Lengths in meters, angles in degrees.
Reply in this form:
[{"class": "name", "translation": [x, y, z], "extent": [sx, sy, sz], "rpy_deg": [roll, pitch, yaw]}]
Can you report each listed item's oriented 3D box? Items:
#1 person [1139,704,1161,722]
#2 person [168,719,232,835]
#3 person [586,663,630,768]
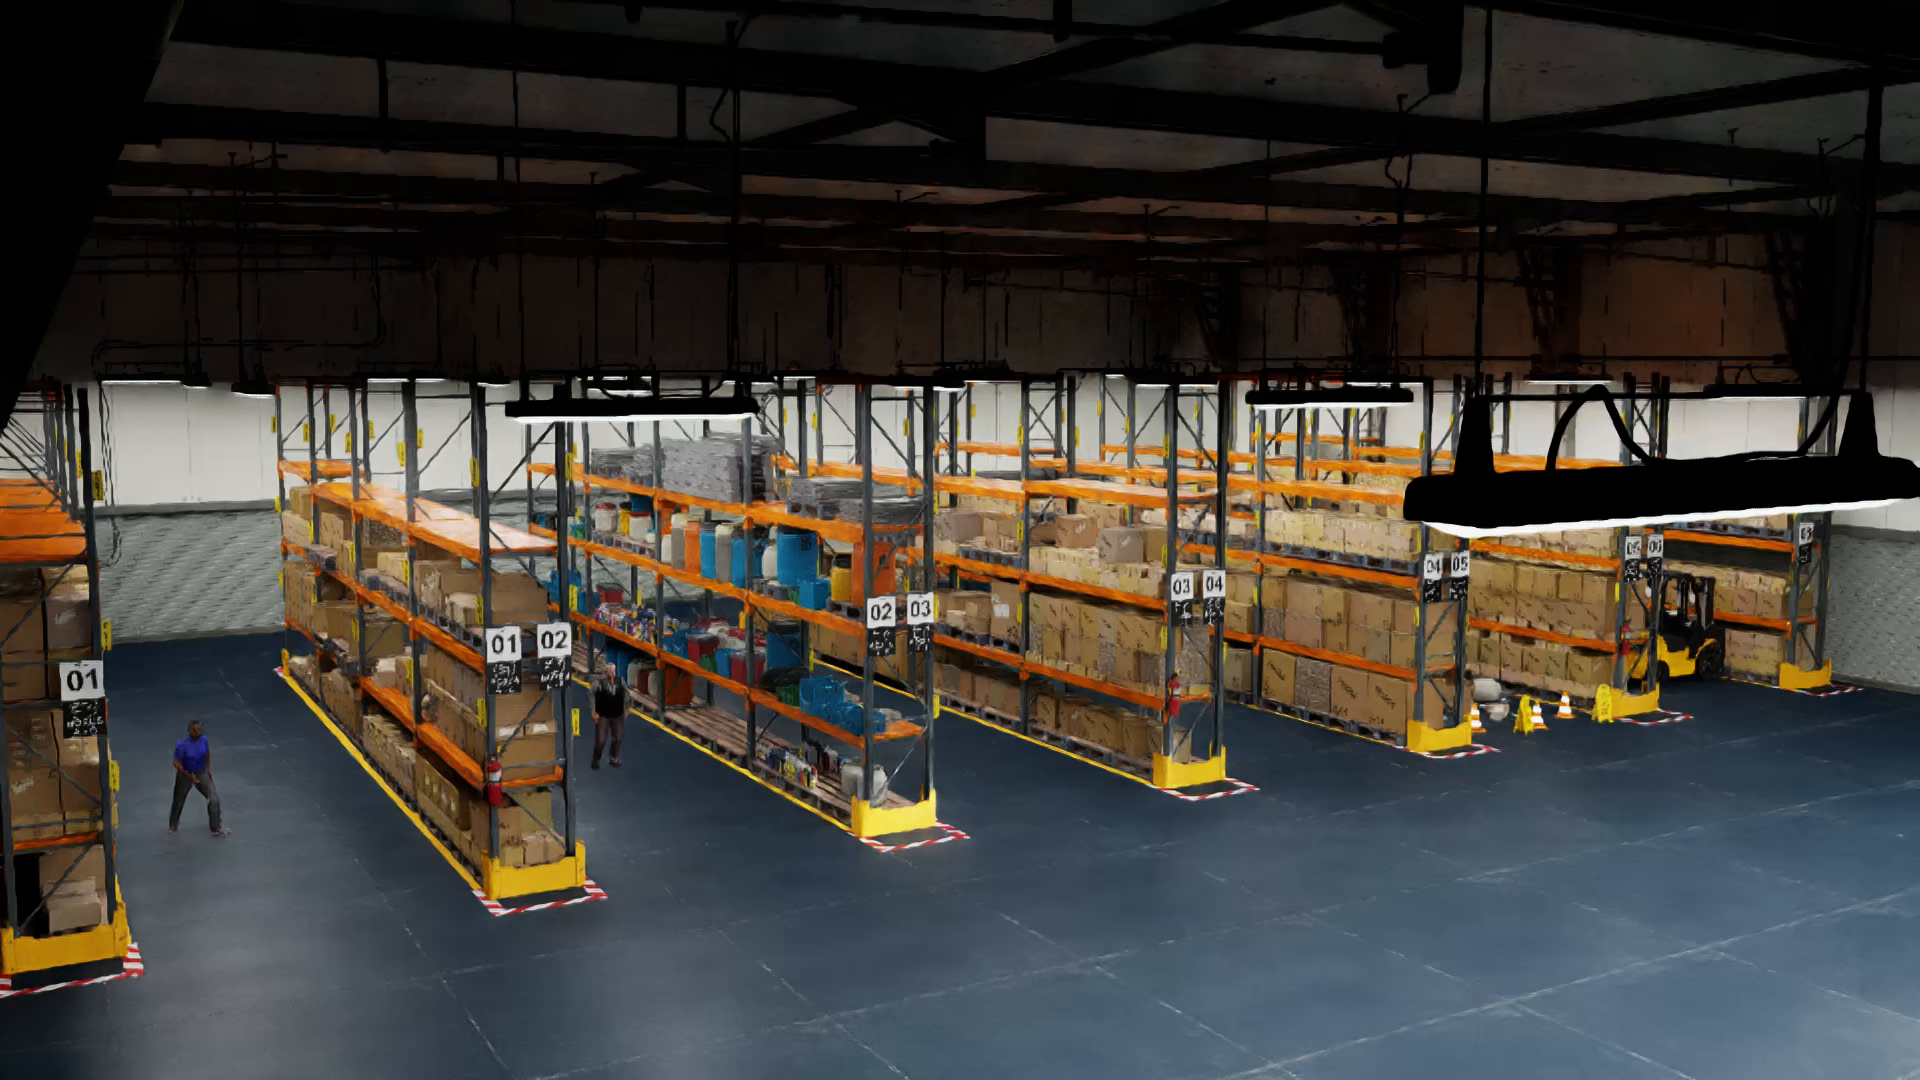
[{"class": "person", "translation": [3.295, 2.415, 28.537], "extent": [0.559, 1.732, 0.404], "rpy_deg": [4, 7, 31]}, {"class": "person", "translation": [-10.142, 3.134, 22.021], "extent": [0.827, 1.574, 0.621], "rpy_deg": [6, 8, 43]}, {"class": "person", "translation": [-5.428, 2.700, 25.690], "extent": [0.677, 1.674, 0.534], "rpy_deg": [-4, 7, -31]}]
